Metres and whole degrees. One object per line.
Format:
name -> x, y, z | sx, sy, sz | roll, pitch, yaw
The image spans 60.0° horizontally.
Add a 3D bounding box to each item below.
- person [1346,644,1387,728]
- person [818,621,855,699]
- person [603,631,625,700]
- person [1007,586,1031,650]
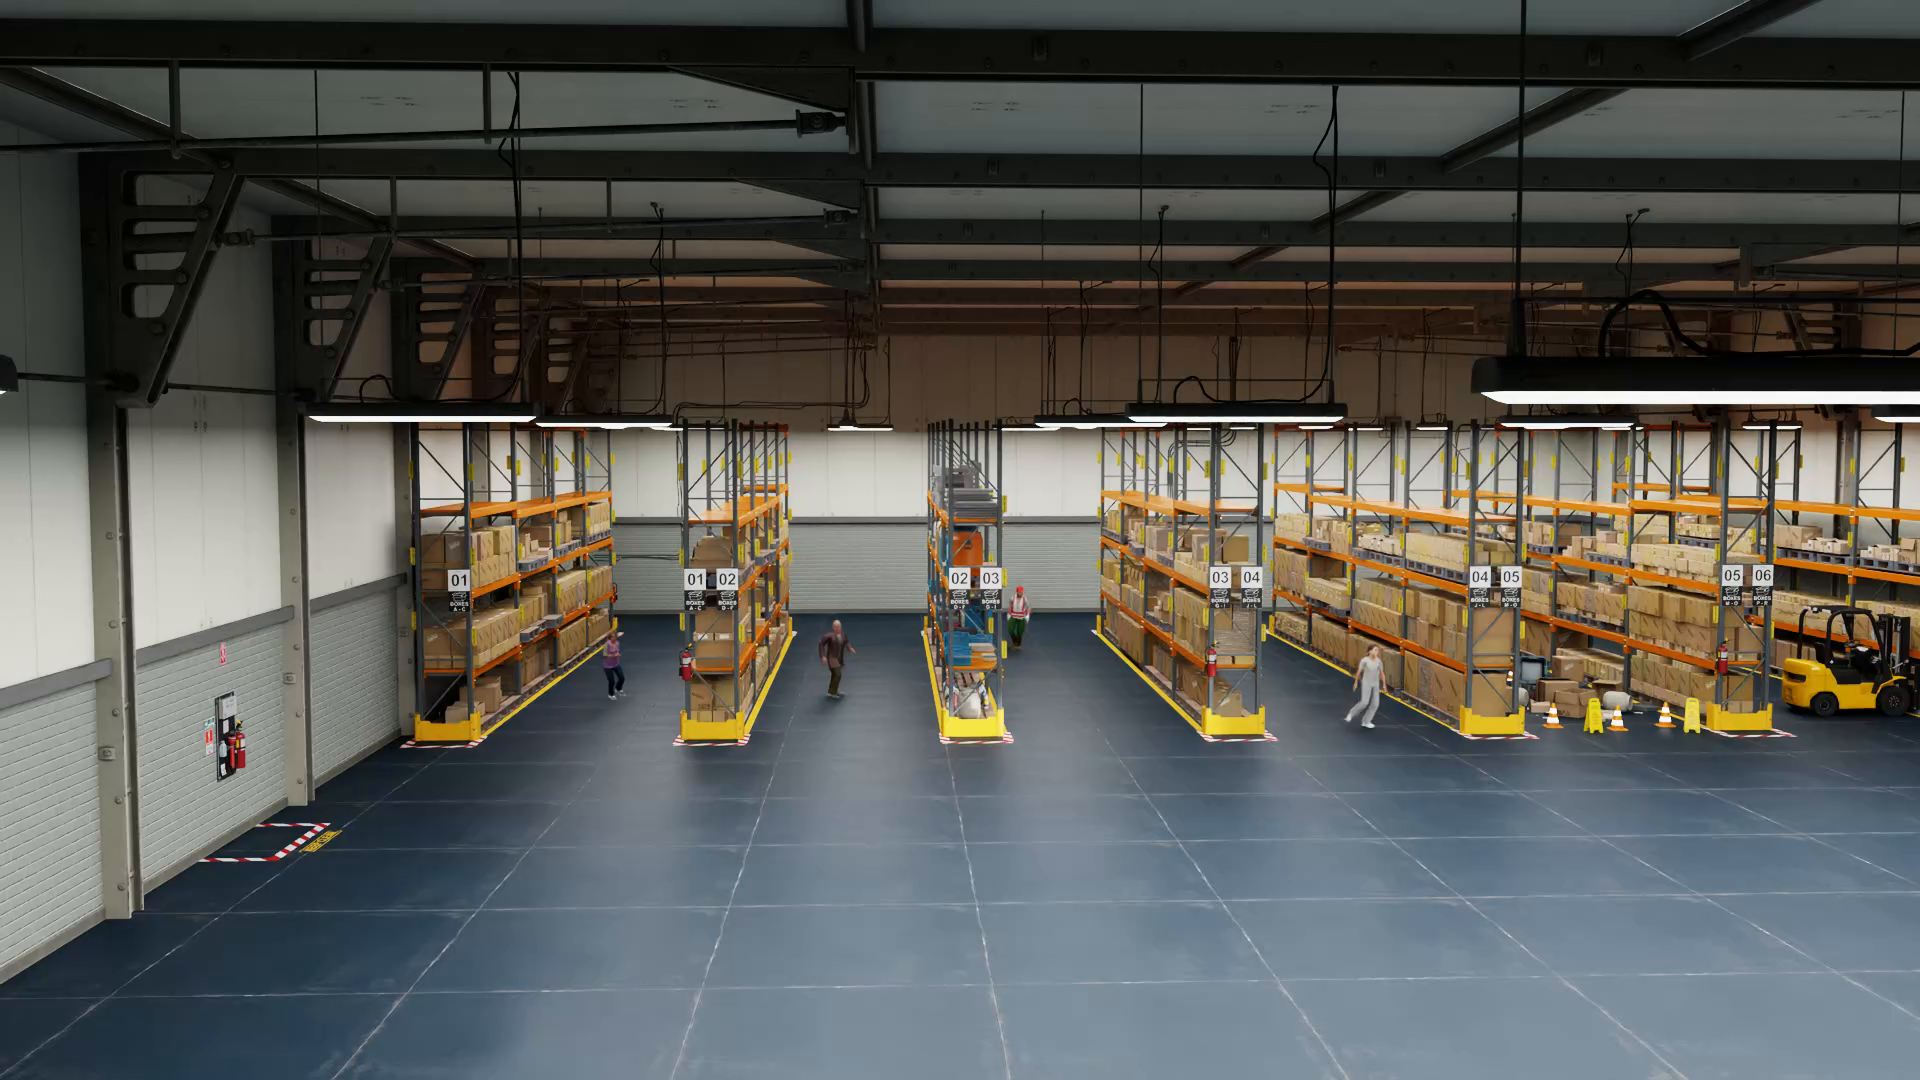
person -> 7.895, 2.826, 32.377 | 0.690, 1.630, 0.554 | -1, 4, -17
person -> -2.652, 2.600, 35.979 | 0.888, 1.750, 0.700 | 3, 5, 37
person -> -7.373, 2.698, 35.512 | 0.589, 1.534, 0.764 | -3, 5, -36
person -> 1.529, 2.054, 43.679 | 0.679, 1.731, 0.669 | 1, 4, 9
